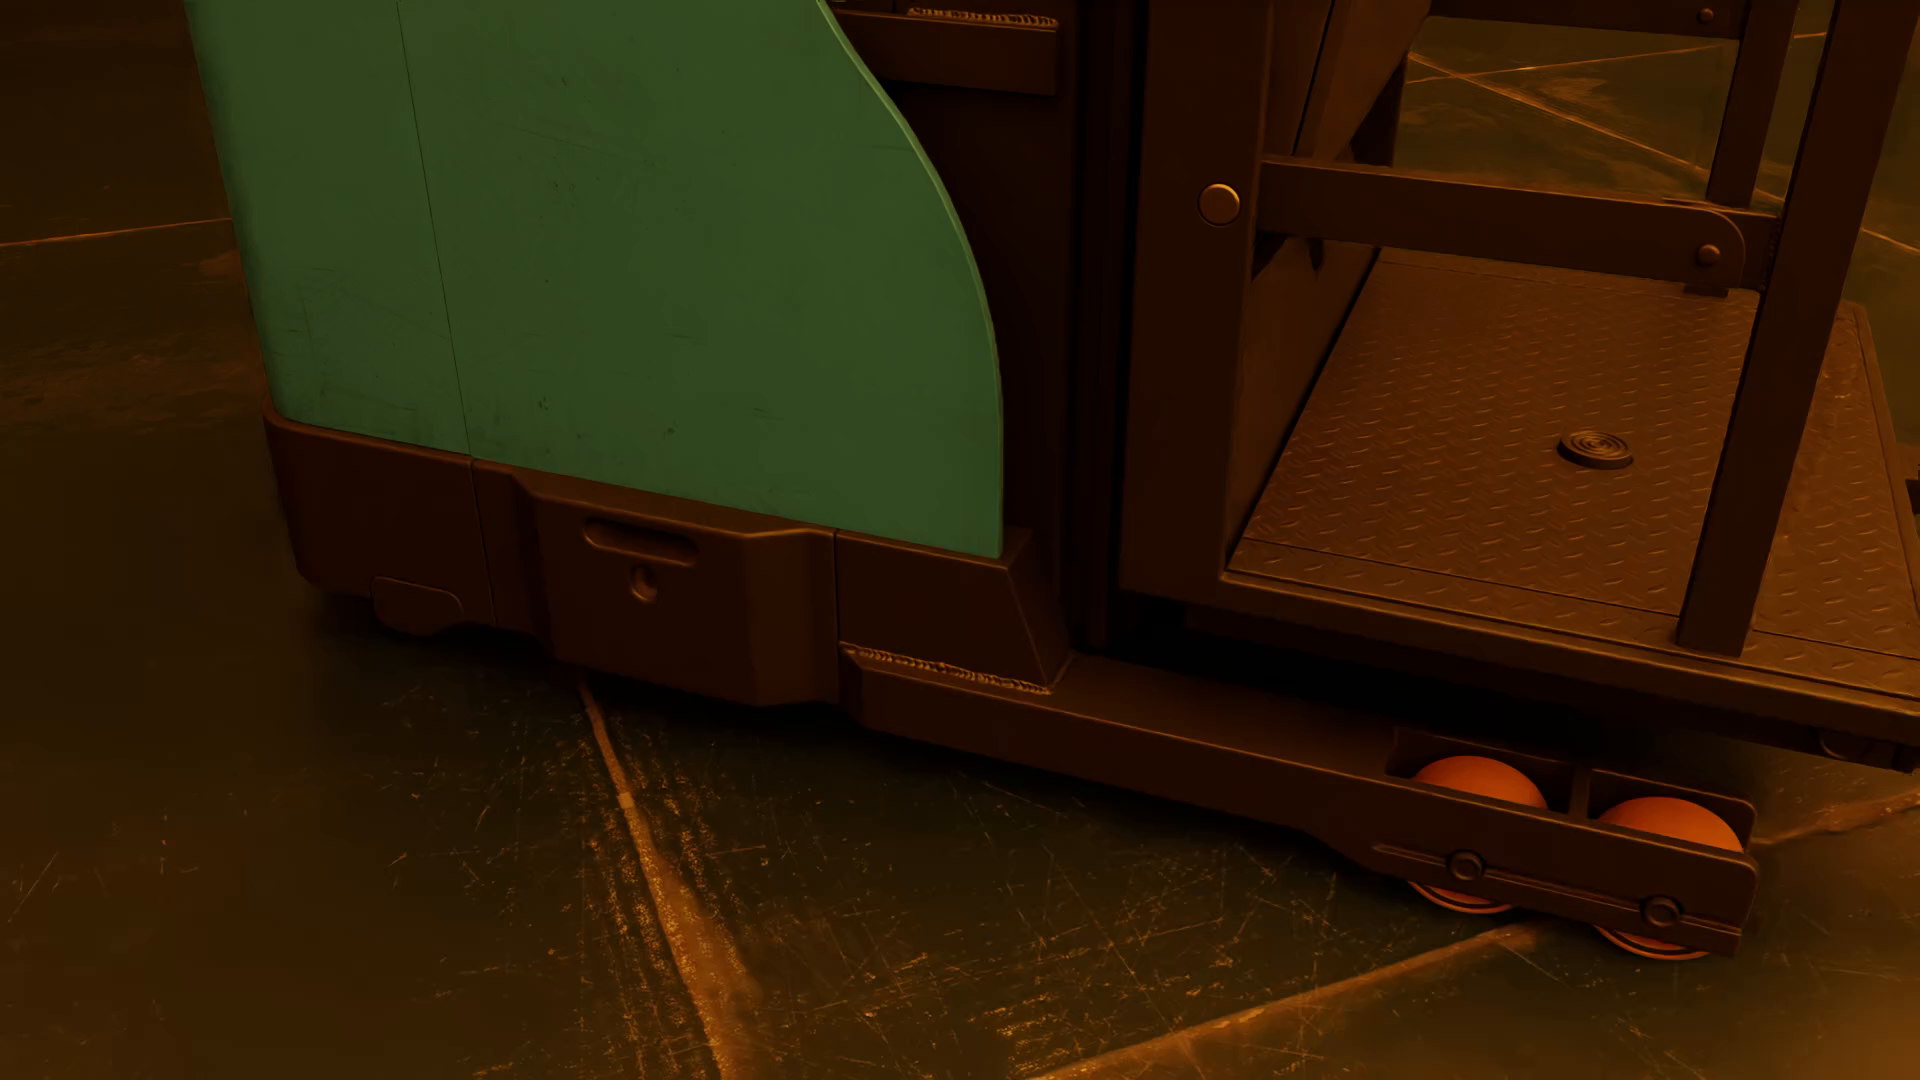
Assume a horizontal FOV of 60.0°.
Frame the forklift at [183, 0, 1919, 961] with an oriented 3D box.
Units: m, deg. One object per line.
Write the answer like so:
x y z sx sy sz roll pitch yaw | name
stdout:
0.649 -1.135 1.532 3.031 2.935 1.130 11 31 18 | forklift
